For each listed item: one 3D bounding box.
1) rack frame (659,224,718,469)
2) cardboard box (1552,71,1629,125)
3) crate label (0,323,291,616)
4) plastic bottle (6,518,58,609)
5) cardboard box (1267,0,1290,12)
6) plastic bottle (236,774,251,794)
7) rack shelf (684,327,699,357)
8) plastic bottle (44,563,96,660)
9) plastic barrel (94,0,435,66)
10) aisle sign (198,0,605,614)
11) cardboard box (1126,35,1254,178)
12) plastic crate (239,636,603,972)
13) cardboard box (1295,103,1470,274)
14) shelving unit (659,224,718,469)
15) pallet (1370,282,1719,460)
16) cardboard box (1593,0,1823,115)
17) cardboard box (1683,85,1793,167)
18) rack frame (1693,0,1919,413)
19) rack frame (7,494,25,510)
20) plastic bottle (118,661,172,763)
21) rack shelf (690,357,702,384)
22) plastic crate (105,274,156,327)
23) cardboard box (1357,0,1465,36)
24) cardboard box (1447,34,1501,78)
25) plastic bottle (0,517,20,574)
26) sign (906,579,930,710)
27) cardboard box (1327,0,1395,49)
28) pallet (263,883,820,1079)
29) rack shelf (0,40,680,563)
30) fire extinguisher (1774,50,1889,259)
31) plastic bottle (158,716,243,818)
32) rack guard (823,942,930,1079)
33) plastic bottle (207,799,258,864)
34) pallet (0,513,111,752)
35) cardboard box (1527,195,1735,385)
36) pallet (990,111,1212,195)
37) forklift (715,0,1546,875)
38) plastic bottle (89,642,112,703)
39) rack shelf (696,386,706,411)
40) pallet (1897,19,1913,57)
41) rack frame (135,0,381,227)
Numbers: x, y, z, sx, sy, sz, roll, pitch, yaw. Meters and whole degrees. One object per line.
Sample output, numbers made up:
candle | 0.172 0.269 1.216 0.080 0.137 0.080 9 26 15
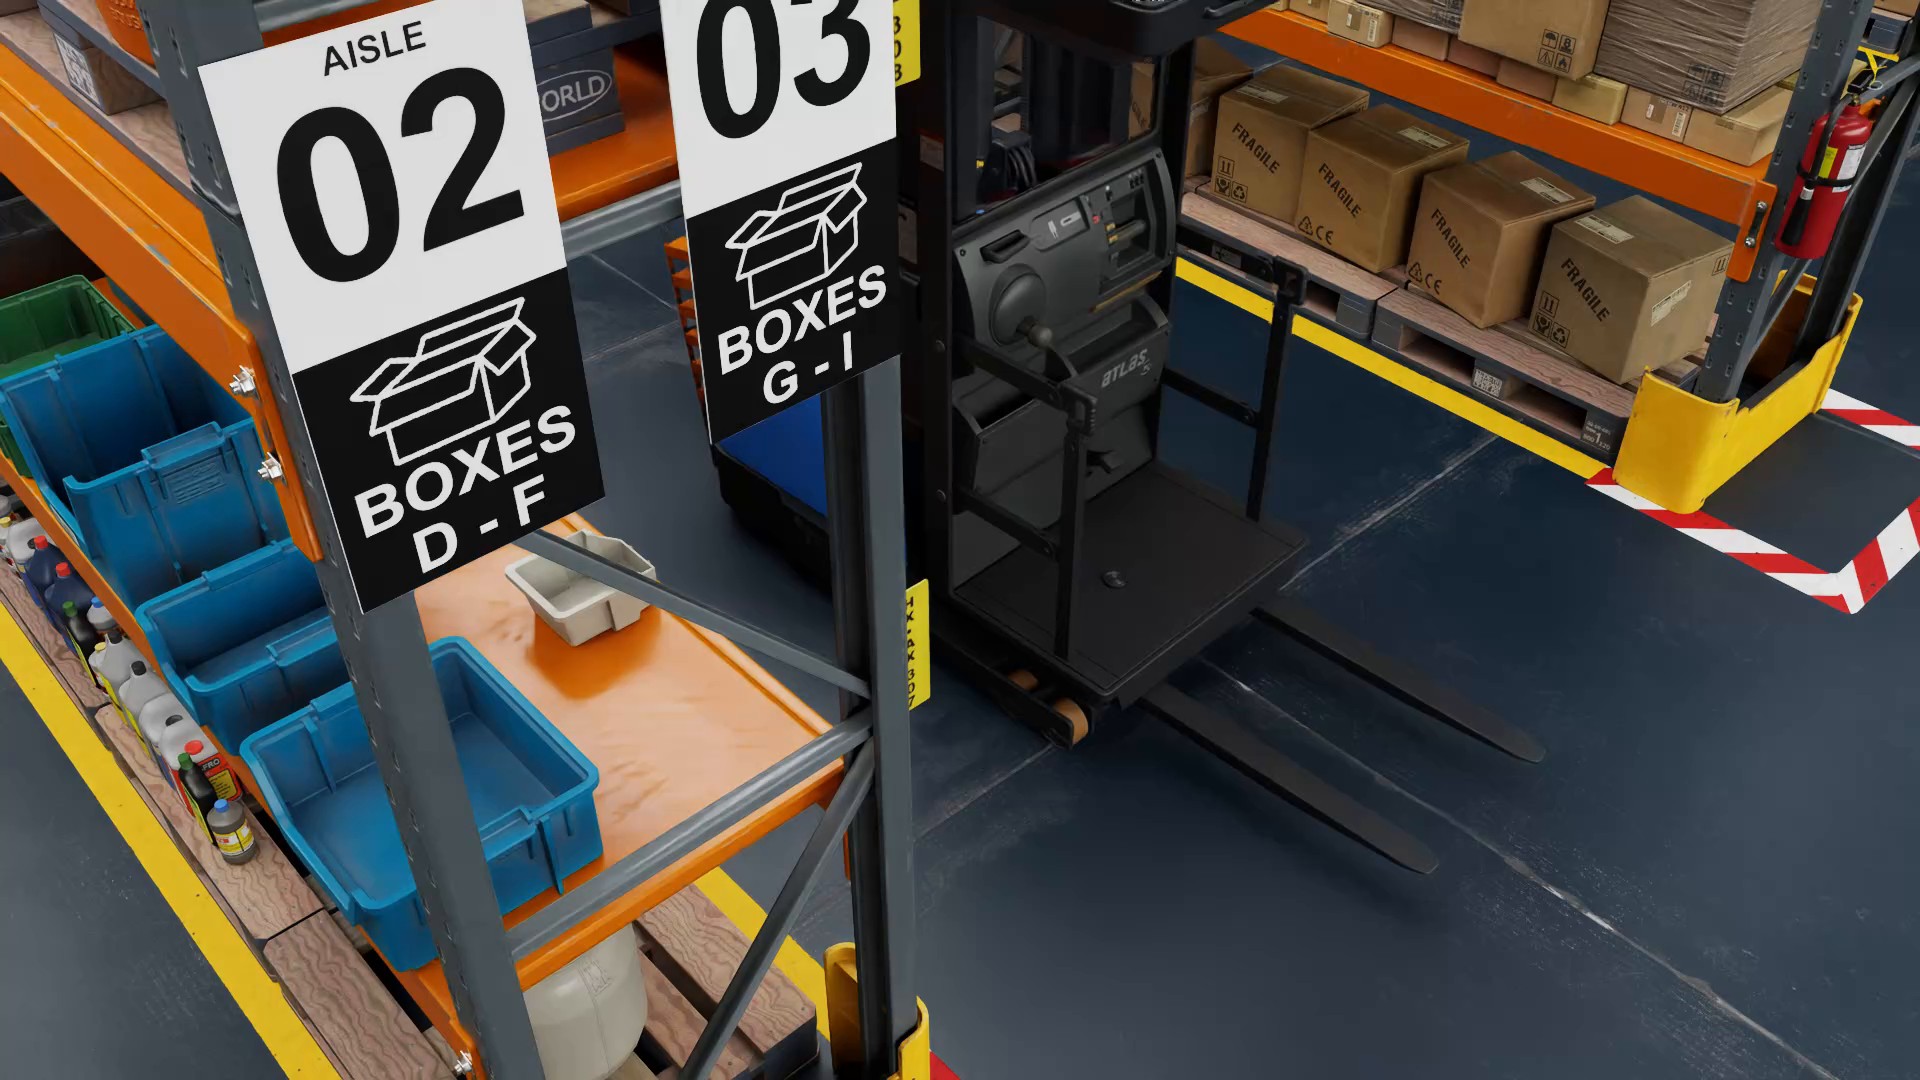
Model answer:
rack frame | -0.966 -0.838 6.340 0.006 1.200 0.240 19 42 34
cardboard box | 2.419 -1.698 6.164 0.380 0.149 0.250 -30 48 -32
crate label | -1.953 -0.187 4.066 0.502 0.435 0.616 -30 48 -32
plastic bottle | -3.083 0.072 5.591 0.152 0.276 0.135 -28 47 -30
cardboard box | 1.382 -2.379 7.008 0.380 0.149 0.250 -30 48 -32
plastic bottle | -2.147 0.612 4.917 0.061 0.283 0.133 -30 48 -32
rack shelf | -0.889 -0.777 6.314 0.180 0.103 0.258 19 42 34
plastic bottle | -2.847 0.209 5.362 0.185 0.351 0.144 32 49 33
plastic barrel | -0.932 -1.105 2.167 0.600 0.830 0.708 -30 48 -32
aisle sign | -0.679 -0.288 2.151 0.394 0.787 0.004 -30 48 -32
cardboard box | 1.068 -2.119 8.142 0.500 0.500 0.500 -16 42 -19
plastic crate | -1.068 0.517 3.341 0.499 0.251 0.616 -30 48 -32
cardboard box | 1.890 -1.588 7.484 0.500 0.500 0.500 -25 45 -28
shelving unit | -0.894 -0.813 6.289 0.189 1.200 0.258 19 42 34
pallet | 2.564 -0.883 7.175 1.003 0.211 1.213 -30 48 -32
cardboard box | 2.787 -1.962 5.976 0.875 0.500 0.500 -30 48 -32
cardboard box | 2.794 -1.488 5.905 0.380 0.149 0.250 -30 48 -32
rack frame | 3.139 -1.541 5.771 1.000 3.000 0.127 -30 48 -32
rack frame | -3.215 -1.288 5.457 1.000 3.000 0.127 -30 48 -32
plastic bottle | -2.433 0.492 5.012 0.144 0.351 0.185 -28 47 -30
rack shelf | -0.876 -0.678 6.381 0.180 0.103 0.258 19 42 34
plastic crate | -2.266 -0.833 5.013 0.499 0.251 0.616 -30 48 -32
cardboard box | 2.054 -2.392 6.508 0.875 0.500 0.500 -30 48 -32
cardboard box | 2.122 -1.953 6.481 0.380 0.149 0.250 -30 48 -32
plastic bottle | -3.253 0.011 5.727 0.097 0.201 0.097 0 39 0
sign | -0.101 0.224 3.365 0.100 0.325 0.005 -30 48 -32
cardboard box | 1.702 -2.137 6.709 0.380 0.149 0.250 -30 48 -32
pallet | -1.141 1.255 4.528 1.003 0.211 1.213 -30 48 -32
rack shelf | -1.862 -1.249 3.595 1.077 0.370 4.000 -30 48 -32
fire extinguisher | 2.877 -1.262 5.487 0.296 0.674 0.183 -30 48 -32
plastic bottle | -2.225 0.660 4.863 0.152 0.276 0.135 -30 47 -31
rack guard | -0.595 1.521 3.969 1.175 0.500 0.348 -30 48 -32
plastic bottle | -2.074 0.817 4.728 0.097 0.201 0.097 0 39 0
pallet | -2.791 0.126 5.926 1.003 0.211 1.213 -30 48 -32
cardboard box | 2.729 -1.028 6.791 0.500 0.500 0.500 -21 44 -24
pallet | 0.914 -2.012 8.573 1.003 0.211 1.213 -30 48 -32
forklift | 0.487 -0.835 4.951 3.031 2.935 1.130 32 49 33
plastic bottle | -2.672 0.408 5.235 0.097 0.201 0.097 0 39 0
rack shelf | -0.862 -0.579 6.447 0.180 0.103 0.258 19 42 34
pallet | 6.262 -2.854 9.616 1.003 0.211 1.213 -30 48 -32
rack frame | -0.509 -1.770 1.280 1.000 3.000 0.127 -30 48 -32
